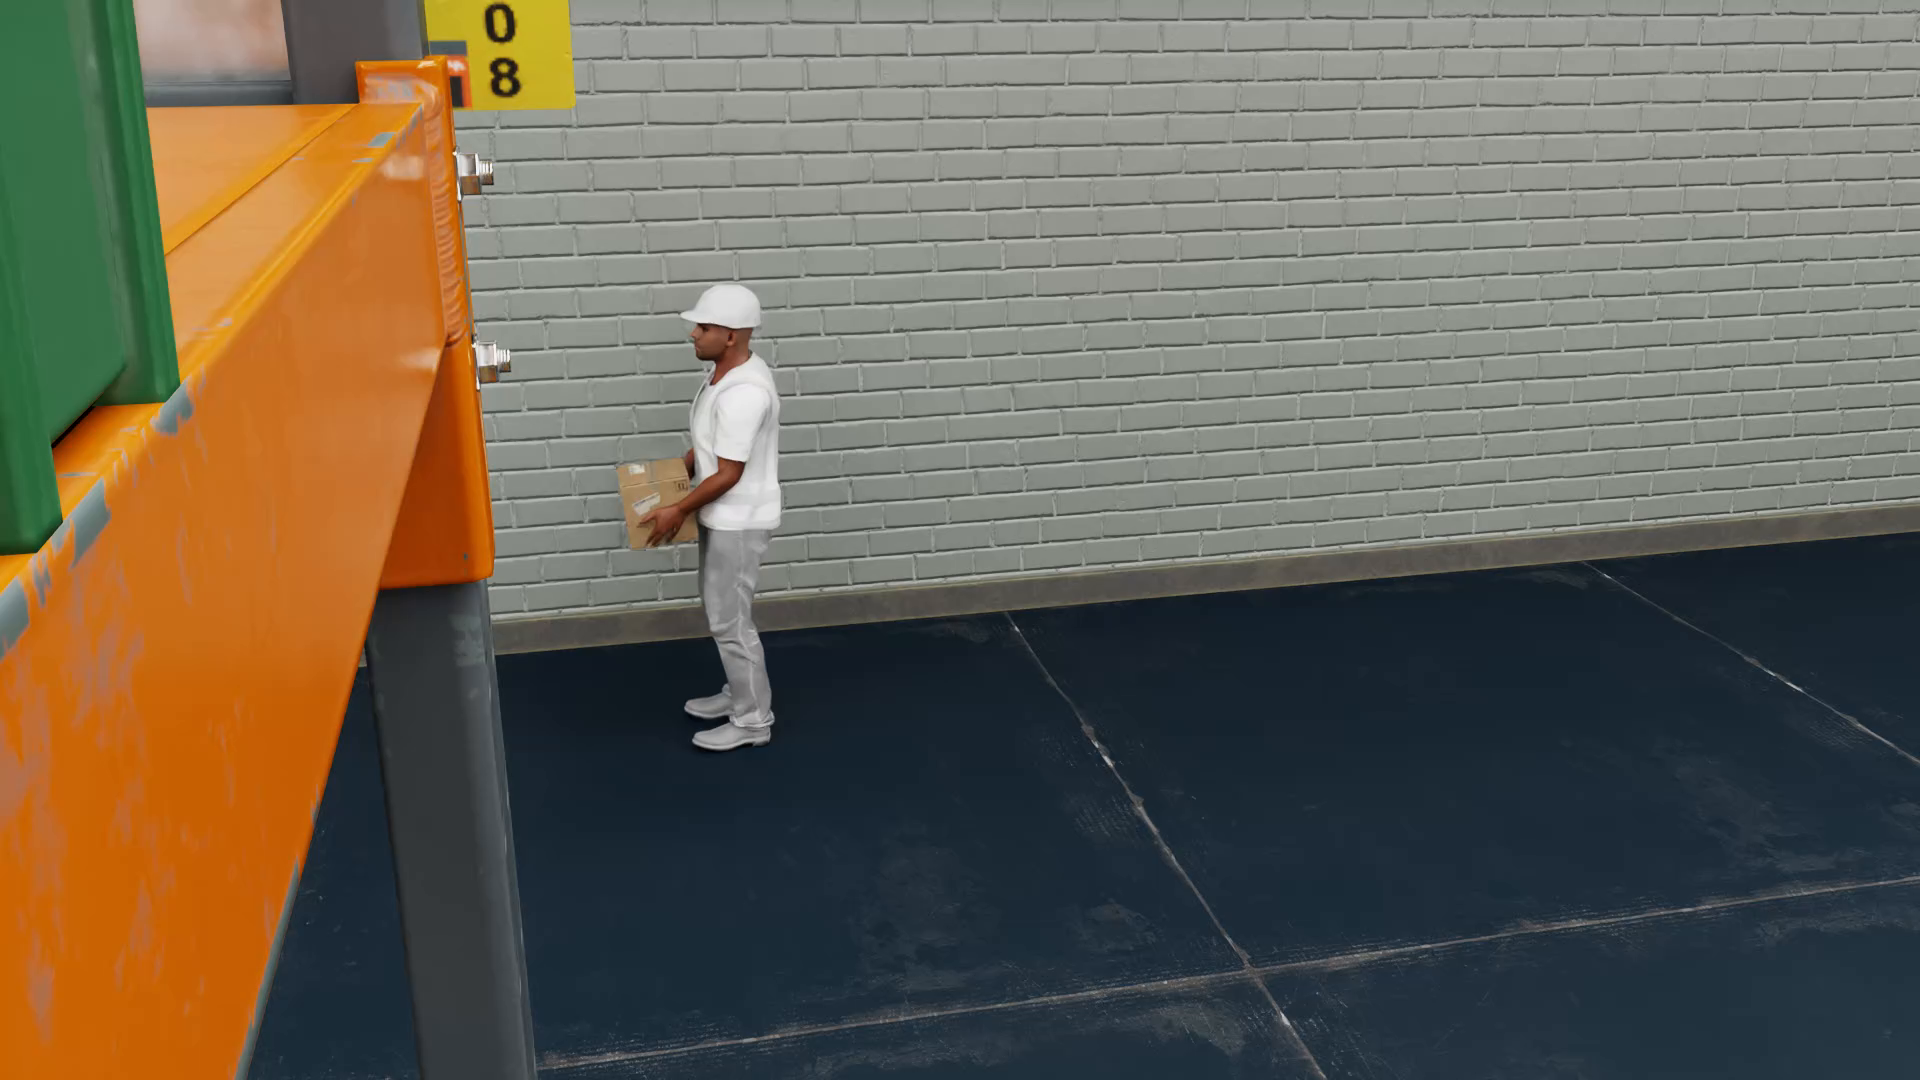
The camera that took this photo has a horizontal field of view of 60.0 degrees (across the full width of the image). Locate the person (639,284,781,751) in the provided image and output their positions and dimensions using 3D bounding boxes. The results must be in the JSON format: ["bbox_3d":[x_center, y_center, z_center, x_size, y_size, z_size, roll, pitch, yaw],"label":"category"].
[{"bbox_3d":[-0.938,-0.078,6.250,0.541,1.770,0.548,-5,20,-13],"label":"person"}]
